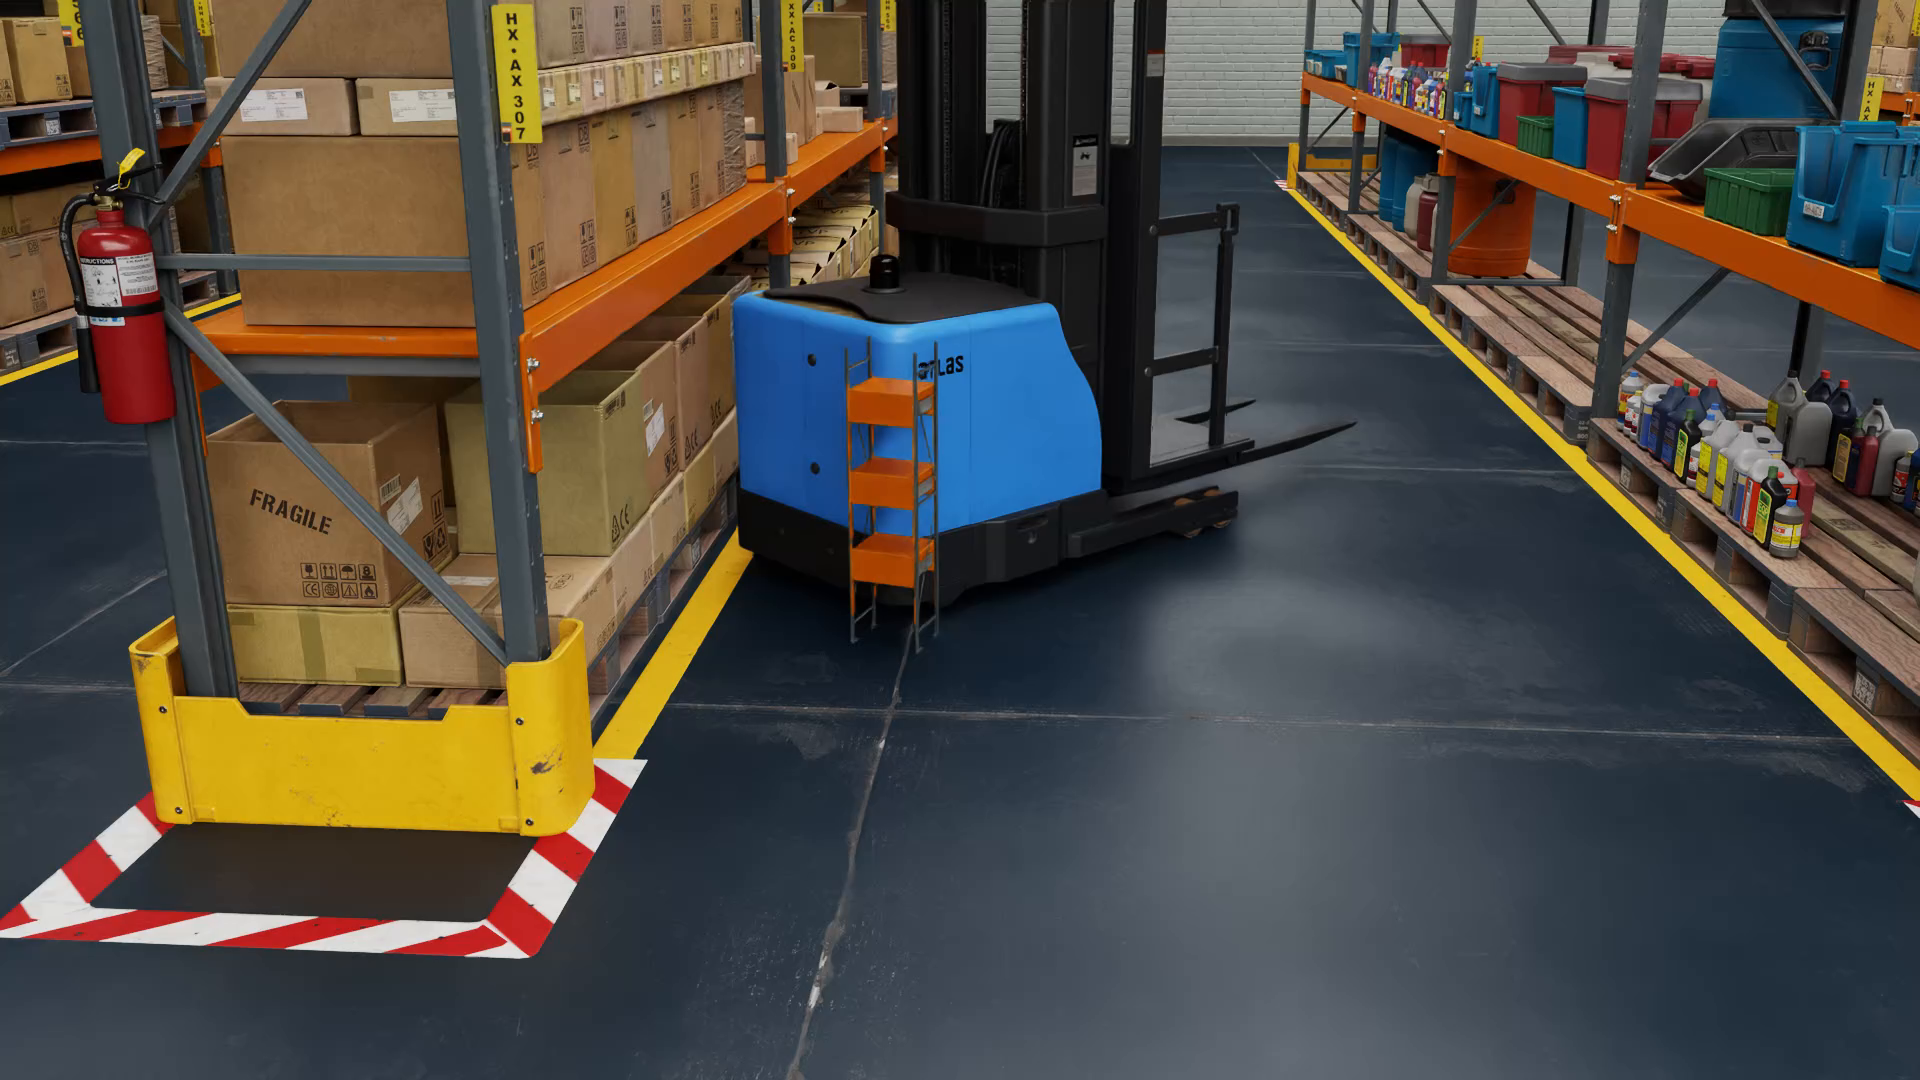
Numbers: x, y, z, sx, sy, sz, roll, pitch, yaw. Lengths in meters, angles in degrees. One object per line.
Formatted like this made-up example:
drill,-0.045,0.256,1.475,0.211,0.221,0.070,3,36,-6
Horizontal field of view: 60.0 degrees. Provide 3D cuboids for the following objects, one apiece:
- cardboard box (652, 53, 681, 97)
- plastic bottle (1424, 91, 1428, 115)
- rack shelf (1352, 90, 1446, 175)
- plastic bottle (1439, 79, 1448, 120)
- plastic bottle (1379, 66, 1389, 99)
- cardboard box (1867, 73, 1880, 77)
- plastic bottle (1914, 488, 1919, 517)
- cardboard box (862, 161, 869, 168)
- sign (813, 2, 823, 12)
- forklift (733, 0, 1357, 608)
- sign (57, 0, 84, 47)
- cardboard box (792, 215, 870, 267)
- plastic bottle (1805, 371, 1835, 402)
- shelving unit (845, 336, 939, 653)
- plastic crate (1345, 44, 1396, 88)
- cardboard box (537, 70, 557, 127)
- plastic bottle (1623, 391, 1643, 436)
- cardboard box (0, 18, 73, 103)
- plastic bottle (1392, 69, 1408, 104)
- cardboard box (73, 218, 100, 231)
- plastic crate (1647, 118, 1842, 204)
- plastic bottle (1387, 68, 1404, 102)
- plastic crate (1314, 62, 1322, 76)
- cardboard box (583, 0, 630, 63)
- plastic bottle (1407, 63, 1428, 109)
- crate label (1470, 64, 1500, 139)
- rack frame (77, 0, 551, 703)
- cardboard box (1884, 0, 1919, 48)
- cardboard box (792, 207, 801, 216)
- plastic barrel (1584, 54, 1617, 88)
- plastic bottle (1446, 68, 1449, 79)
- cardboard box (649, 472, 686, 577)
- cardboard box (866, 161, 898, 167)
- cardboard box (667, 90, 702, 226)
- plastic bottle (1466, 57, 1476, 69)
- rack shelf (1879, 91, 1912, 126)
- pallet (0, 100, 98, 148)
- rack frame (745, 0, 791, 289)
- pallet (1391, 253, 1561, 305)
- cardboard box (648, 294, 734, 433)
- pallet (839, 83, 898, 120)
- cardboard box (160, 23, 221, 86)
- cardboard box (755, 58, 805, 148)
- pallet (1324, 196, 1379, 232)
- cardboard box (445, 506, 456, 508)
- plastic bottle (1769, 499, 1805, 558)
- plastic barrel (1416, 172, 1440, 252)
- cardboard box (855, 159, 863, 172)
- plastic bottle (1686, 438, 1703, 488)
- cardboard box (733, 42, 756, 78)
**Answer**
cardboard box,-1.259,-1.731,6.186,0.380,0.149,0.250,2,18,6
plastic bottle,3.550,-3.310,12.528,0.097,0.201,0.097,0,18,0
rack shelf,4.026,-3.351,13.488,1.077,0.370,4.000,1,18,4
plastic bottle,3.486,-3.152,11.911,0.061,0.283,0.133,1,18,4
plastic bottle,3.695,-3.969,14.424,0.097,0.271,0.097,0,18,0
cardboard box,8.842,-4.346,15.772,0.380,0.149,0.250,1,18,3
plastic bottle,3.789,-0.191,6.476,0.097,0.201,0.097,0,18,0
cardboard box,-1.076,-3.136,14.985,0.500,0.500,0.500,2,18,5
sign,-1.313,-4.847,15.508,0.100,0.325,0.005,1,18,4
forklift,0.549,-1.509,6.821,3.031,2.935,1.130,-16,24,-39
sign,-2.171,-1.378,4.072,0.100,0.325,0.005,1,18,4
cardboard box,-0.880,-2.013,11.091,0.500,0.311,0.500,1,18,3
plastic bottle,3.837,-0.573,7.403,0.144,0.351,0.185,1,18,2
shelving unit,-0.228,-0.152,5.696,0.252,1.050,0.215,7,20,20
plastic crate,3.863,-4.488,15.731,0.392,0.384,0.575,1,18,4
cardboard box,-1.372,-1.254,4.730,0.380,0.149,0.250,1,18,2
plastic bottle,3.129,-0.588,7.688,0.097,0.201,0.097,0,18,0
cardboard box,-6.090,-3.016,10.443,0.700,0.500,0.500,1,18,4
plastic bottle,3.673,-3.760,13.781,0.152,0.276,0.135,1,18,4
cardboard box,-6.151,-1.932,11.310,0.700,0.500,0.500,1,18,4
plastic crate,3.432,-1.640,7.211,0.767,0.338,0.504,1,18,4
plastic bottle,3.690,-3.832,14.001,0.152,0.276,0.135,1,18,4
plastic crate,3.956,-5.082,17.942,0.250,0.136,0.298,1,18,4
cardboard box,-1.513,-1.844,5.490,0.700,0.500,0.500,1,18,4
plastic bottle,3.621,-3.587,13.132,0.144,0.351,0.185,1,18,4
crate label,3.542,-2.786,10.552,0.502,0.435,0.616,1,18,4
rack frame,-1.631,-0.699,4.239,1.000,3.000,0.127,1,18,4
cardboard box,8.876,-4.779,15.249,0.500,0.500,0.500,2,18,5
cardboard box,-1.388,-2.187,11.620,0.500,0.311,0.500,2,18,6
plastic barrel,3.992,-2.670,10.074,0.421,0.512,0.421,0,18,0
plastic bottle,4.286,-4.001,14.396,0.144,0.351,0.185,1,18,4
cardboard box,-1.302,-0.064,6.043,0.500,0.250,0.500,1,18,4
cardboard box,-0.564,-3.134,14.978,0.500,0.500,0.500,1,18,4
cardboard box,-1.441,-1.531,6.618,0.700,0.500,0.500,2,18,5
plastic bottle,4.430,-3.998,14.386,0.144,0.351,0.185,1,18,4
rack shelf,9.253,-4.483,16.942,1.077,0.370,4.000,1,18,4
pallet,-6.100,-2.586,10.306,1.003,0.211,1.213,1,18,4
rack frame,-1.344,-1.941,8.030,1.000,3.000,0.127,1,18,4
pallet,3.898,-1.992,12.665,1.003,0.211,1.213,1,18,4
cardboard box,-1.239,-0.731,6.874,0.500,0.500,0.500,1,18,4
pallet,-1.079,-3.304,12.499,1.213,0.211,1.003,1,18,4
cardboard box,-5.709,-3.636,12.533,0.500,0.500,0.500,2,18,6
cardboard box,-1.199,-2.546,9.715,0.500,0.500,0.500,1,18,4
pallet,4.184,-3.218,16.406,1.003,0.211,1.213,1,18,4
cardboard box,-1.829,-0.076,6.079,0.500,0.250,0.500,1,18,4
plastic bottle,3.004,-0.047,6.036,0.097,0.201,0.097,0,18,0
plastic barrel,3.982,-2.629,13.326,0.600,0.588,0.708,1,18,4
cardboard box,-1.120,-3.348,14.427,0.500,0.250,0.500,1,18,4
plastic bottle,3.067,-0.321,6.874,0.097,0.201,0.097,0,18,0
cardboard box,-1.150,-2.208,7.641,0.380,0.149,0.250,1,18,4
